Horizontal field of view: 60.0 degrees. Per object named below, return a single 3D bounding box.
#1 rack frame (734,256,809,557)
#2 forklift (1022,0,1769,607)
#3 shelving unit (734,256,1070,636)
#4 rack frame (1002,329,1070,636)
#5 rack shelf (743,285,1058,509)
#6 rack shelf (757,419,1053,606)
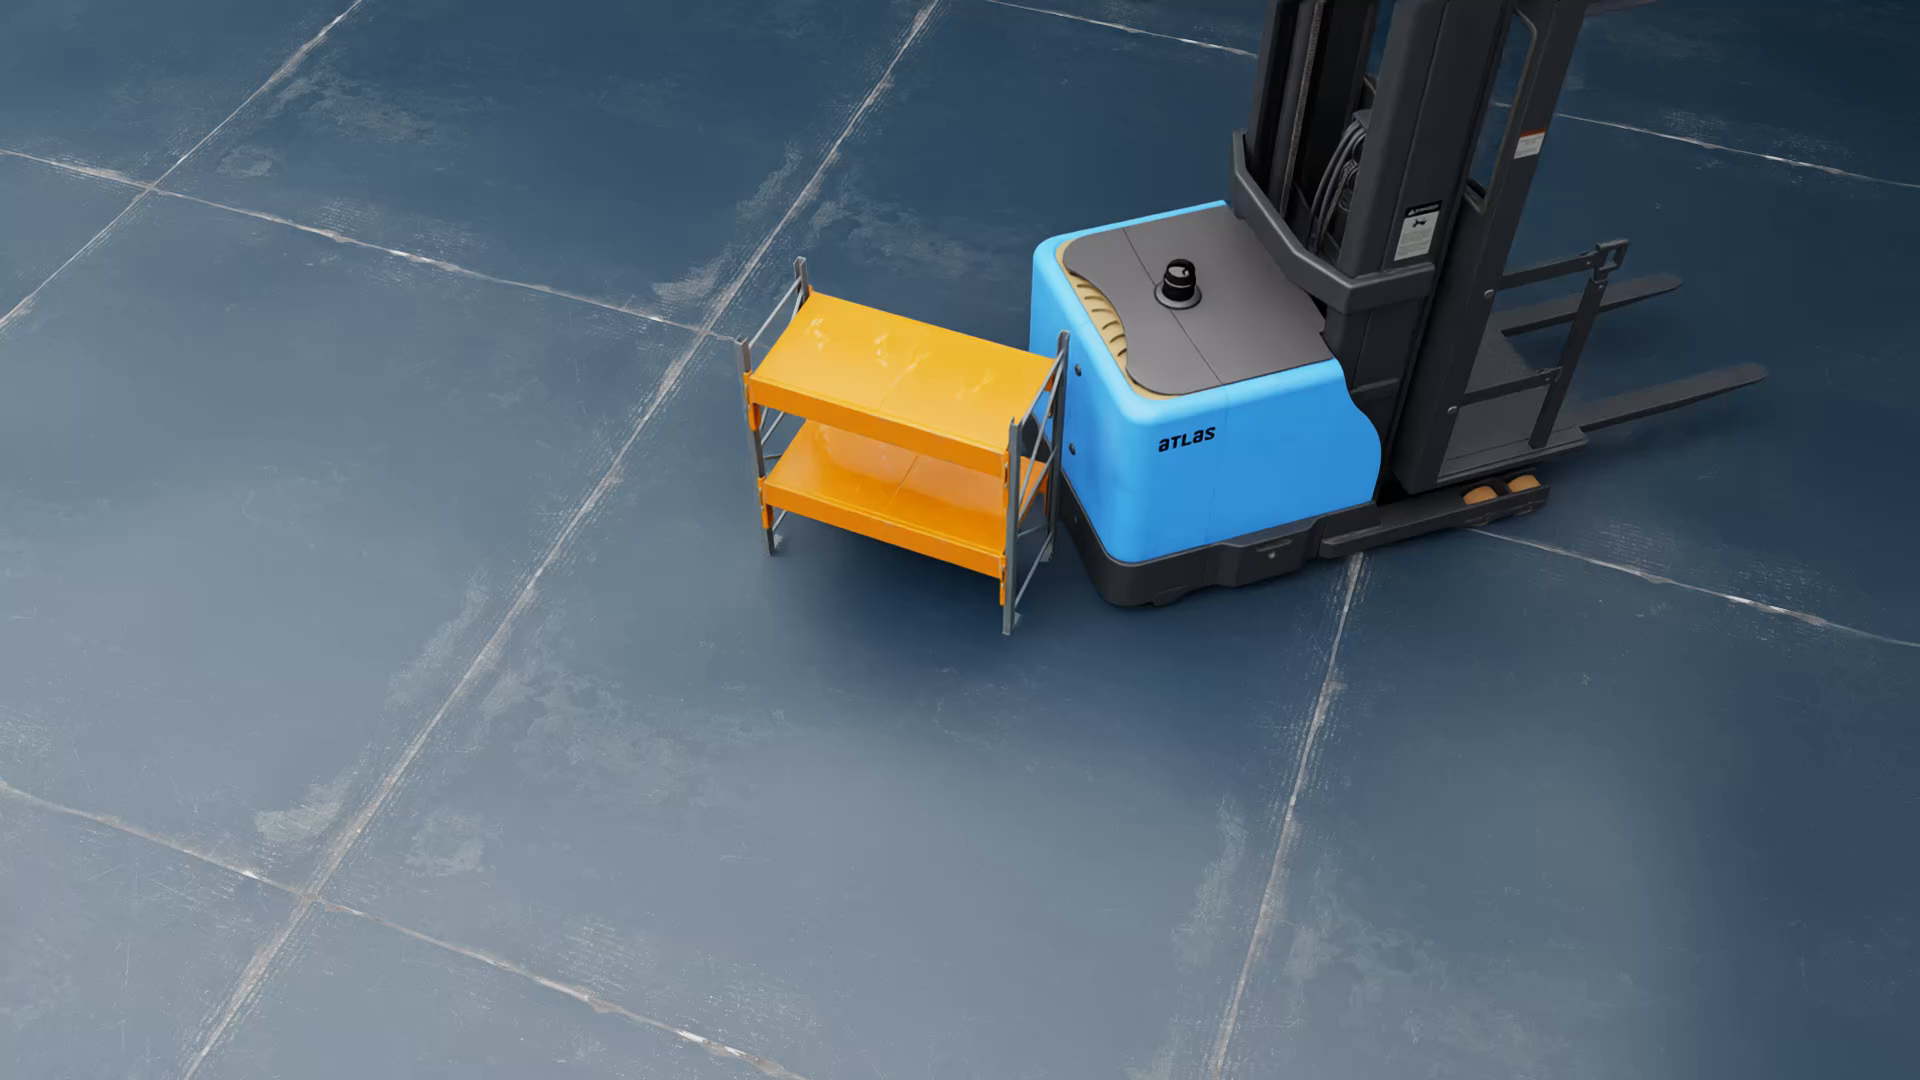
[{"bbox_3d":[-0.667,-0.480,6.288,0.032,1.125,0.500,18,51,15],"label":"rack frame"},{"bbox_3d":[1.832,-1.380,5.873,3.031,2.935,1.130,-14,51,-12],"label":"forklift"},{"bbox_3d":[-0.198,-0.332,6.160,1.048,1.125,0.538,18,51,15],"label":"shelving unit"},{"bbox_3d":[0.271,-0.183,6.031,0.032,1.125,0.500,18,51,15],"label":"rack frame"},{"bbox_3d":[-0.198,-0.523,5.938,1.000,0.278,0.538,18,51,15],"label":"rack shelf"},{"bbox_3d":[-0.198,-0.171,6.344,1.000,0.278,0.538,18,51,15],"label":"rack shelf"}]
